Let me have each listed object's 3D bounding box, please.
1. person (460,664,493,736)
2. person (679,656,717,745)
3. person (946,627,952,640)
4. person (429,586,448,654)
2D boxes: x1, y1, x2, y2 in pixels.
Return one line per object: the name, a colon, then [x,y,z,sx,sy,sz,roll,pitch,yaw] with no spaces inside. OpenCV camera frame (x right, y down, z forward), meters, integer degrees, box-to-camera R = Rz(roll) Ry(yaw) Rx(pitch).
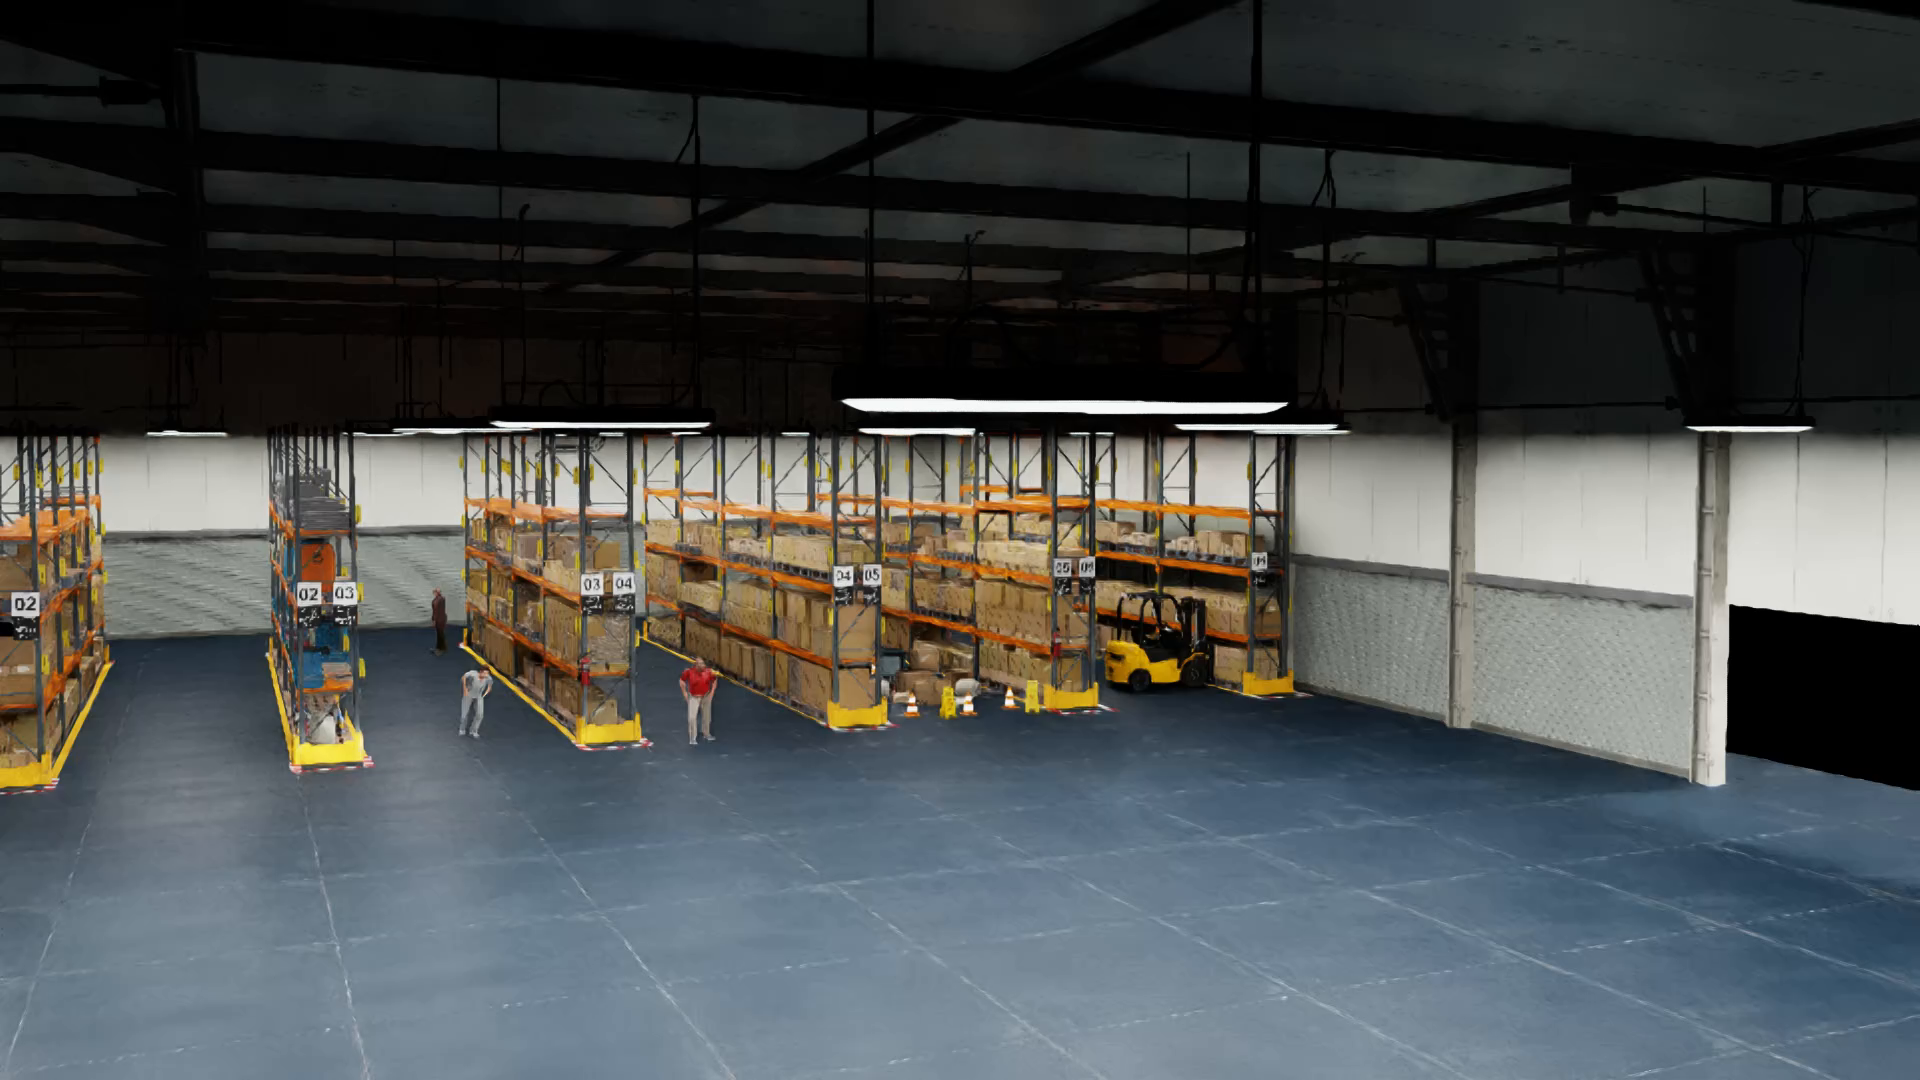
person: [-9.329,3.069,32.105,0.578,1.420,0.889,-2,4,-30]
person: [-4.938,2.985,31.360,0.703,1.653,0.680,-1,4,-20]
person: [-0.456,2.058,46.581,0.529,1.706,0.541,0,4,5]
person: [-13.874,2.116,44.183,0.594,1.778,0.654,0,3,4]
